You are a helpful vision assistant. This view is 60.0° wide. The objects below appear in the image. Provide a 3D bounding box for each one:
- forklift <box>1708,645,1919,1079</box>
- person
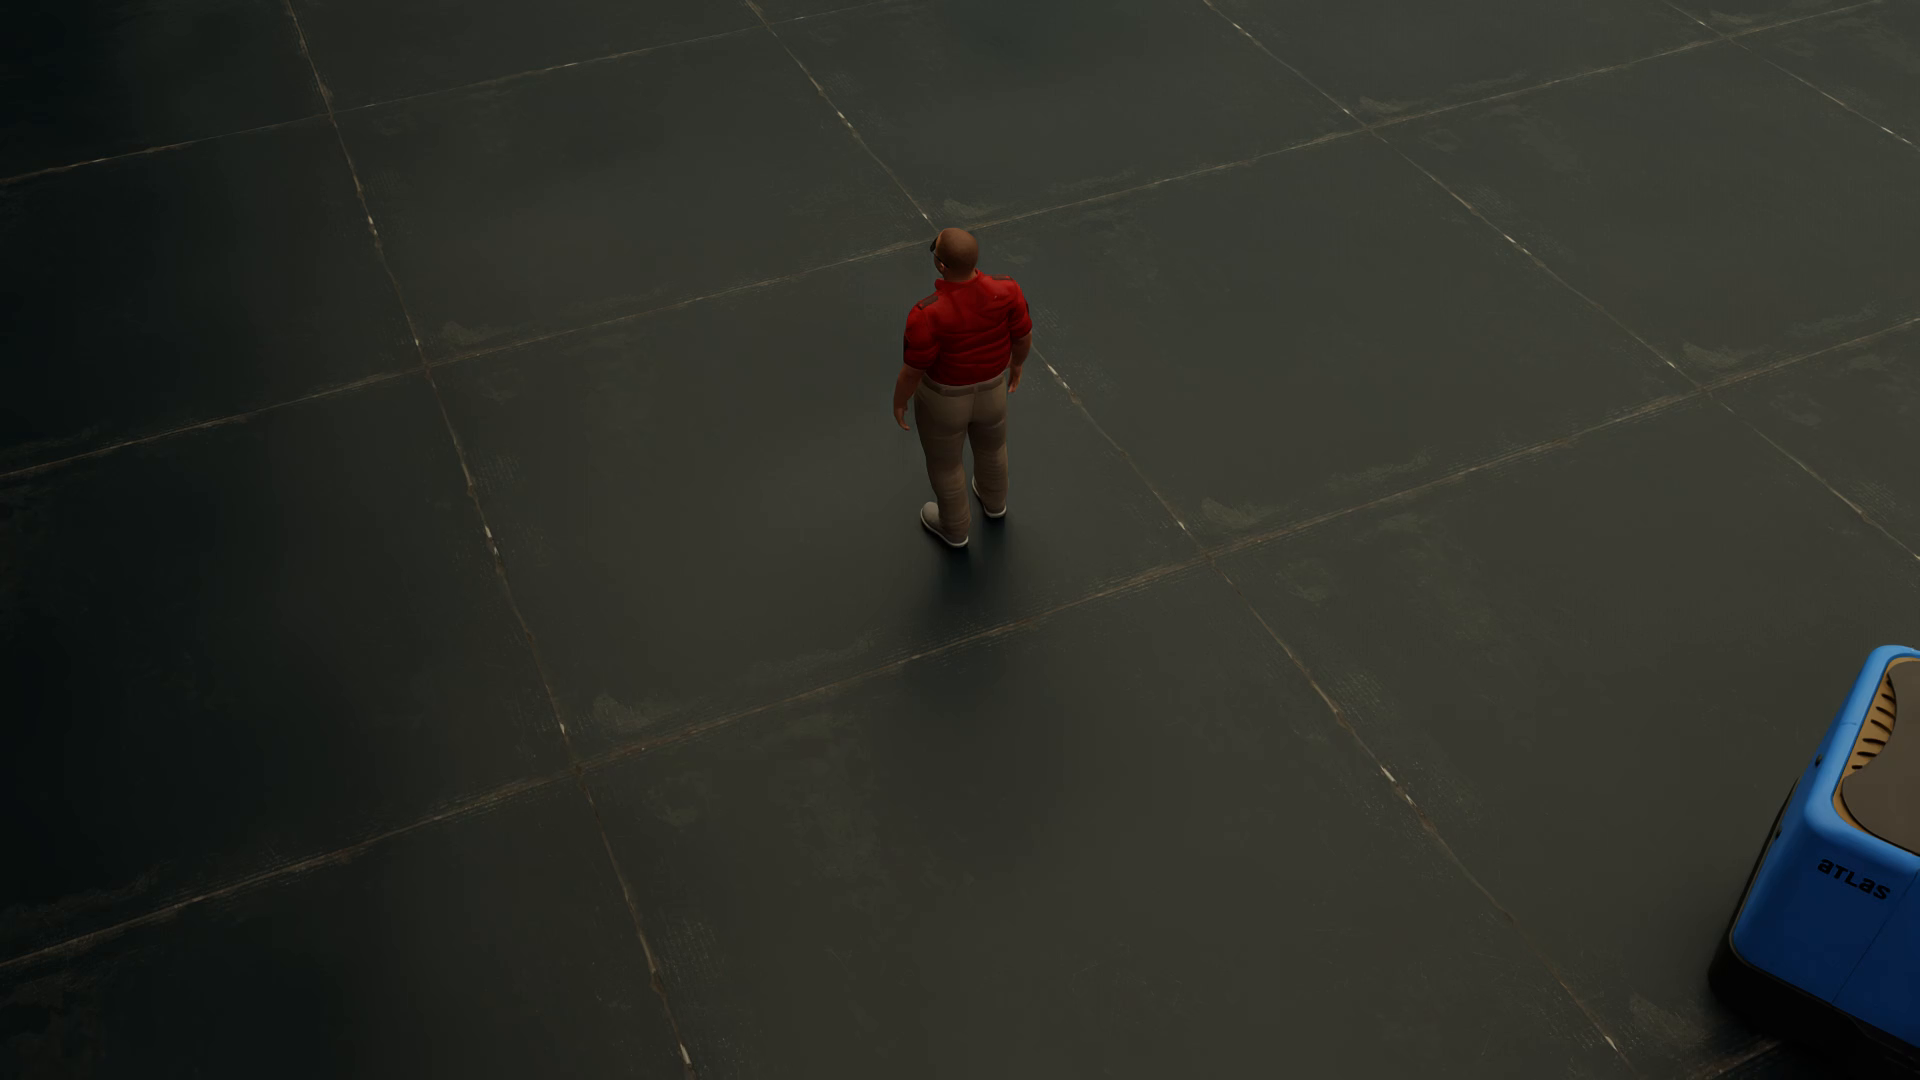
[{"bbox_3d":[4.200,0.912,4.703,3.031,2.935,1.130,26,49,25],"label":"forklift"},{"bbox_3d":[-0.027,-0.696,7.297,0.640,1.727,0.551,-18,46,-18],"label":"person"}]
